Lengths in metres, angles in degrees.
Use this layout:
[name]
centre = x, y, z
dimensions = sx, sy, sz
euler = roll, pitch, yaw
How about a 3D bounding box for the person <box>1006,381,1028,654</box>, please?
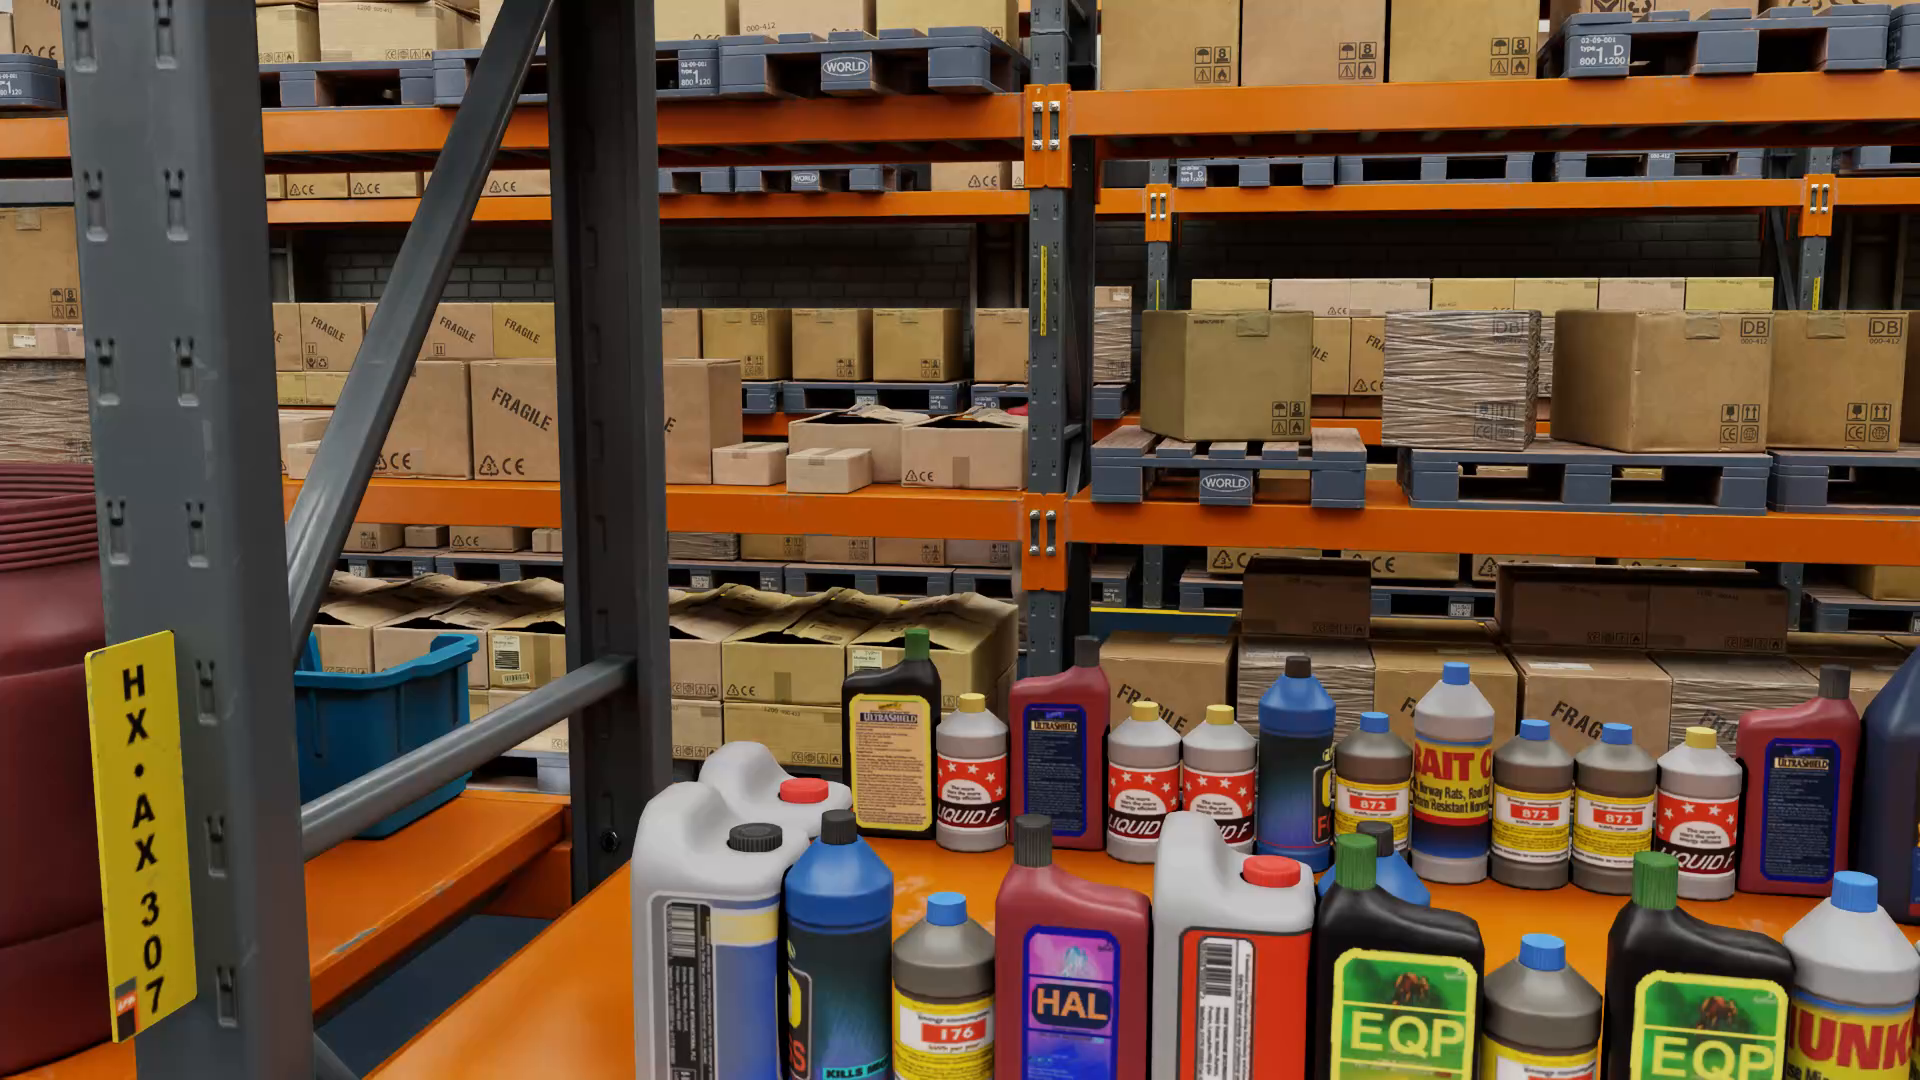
[person]
centre = 0.511, -0.194, 9.813
dimensions = 0.493, 1.712, 0.531
euler = 2, 8, 12
